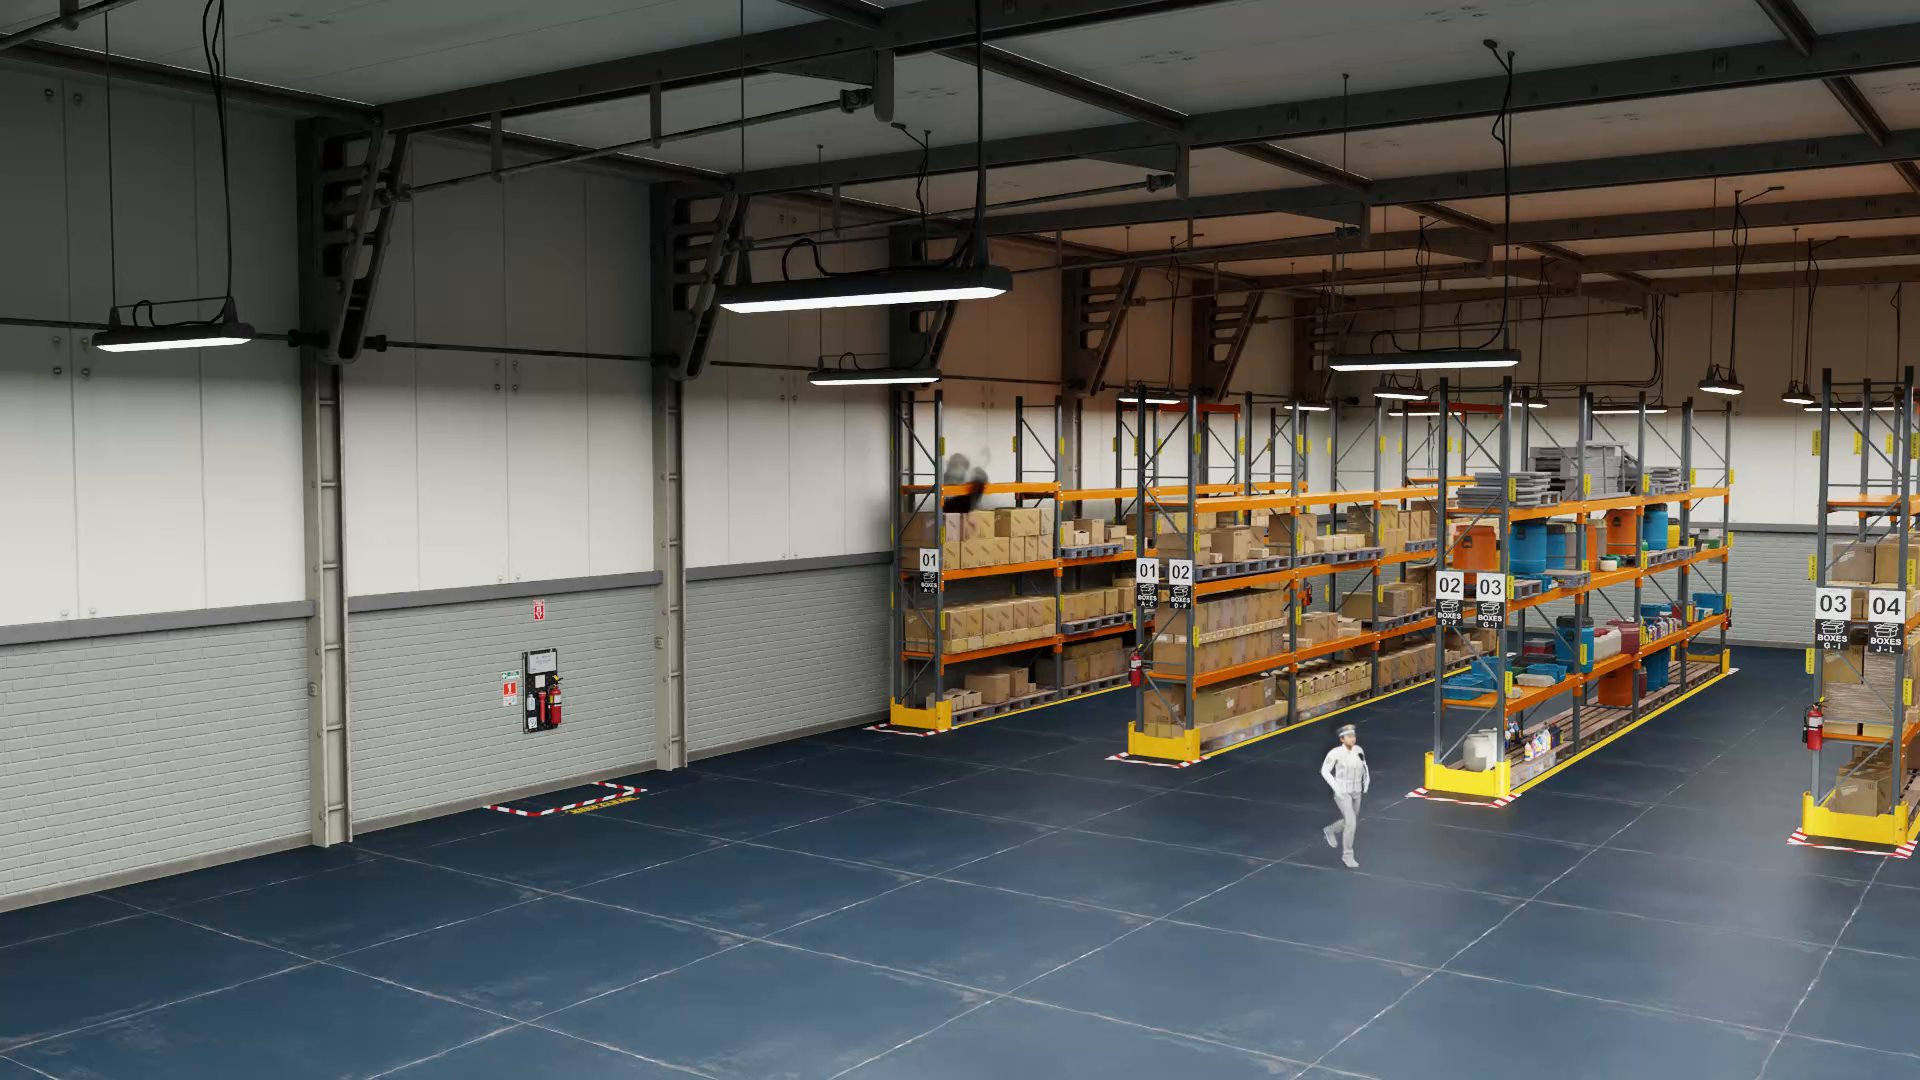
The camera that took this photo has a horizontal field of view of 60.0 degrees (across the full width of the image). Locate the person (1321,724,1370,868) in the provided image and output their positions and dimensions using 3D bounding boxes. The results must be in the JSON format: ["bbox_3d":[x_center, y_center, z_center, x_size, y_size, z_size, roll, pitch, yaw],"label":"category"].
[{"bbox_3d":[4.623,3.049,20.060,0.628,1.715,0.703,-1,3,-23],"label":"person"}]
